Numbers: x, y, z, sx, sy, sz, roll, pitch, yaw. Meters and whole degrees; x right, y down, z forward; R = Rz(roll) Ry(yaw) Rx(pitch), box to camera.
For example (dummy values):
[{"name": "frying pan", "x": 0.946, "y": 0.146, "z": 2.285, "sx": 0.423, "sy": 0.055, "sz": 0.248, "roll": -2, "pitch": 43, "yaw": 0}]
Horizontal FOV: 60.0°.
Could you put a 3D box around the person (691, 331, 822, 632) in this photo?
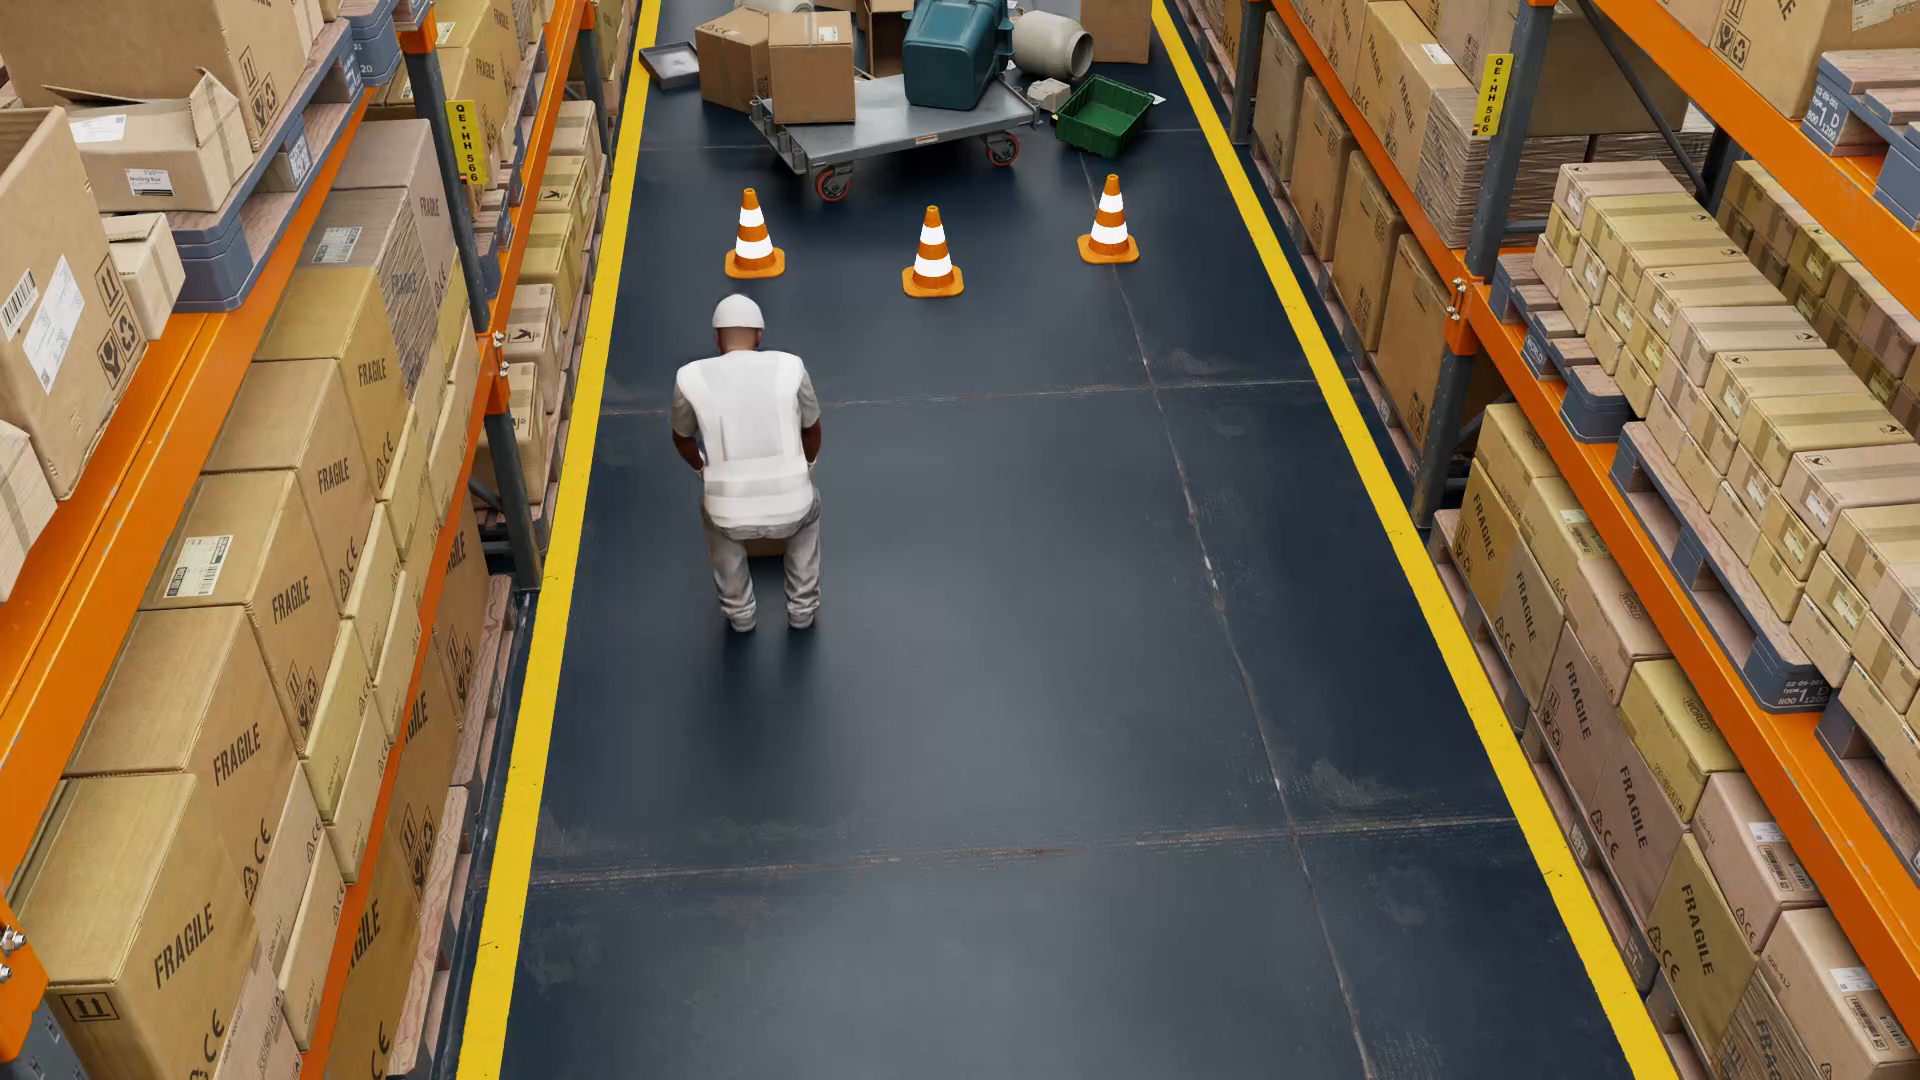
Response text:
[{"name": "person", "x": -0.844, "y": -0.257, "z": 7.011, "sx": 0.506, "sy": 1.085, "sz": 0.992, "roll": -5, "pitch": 39, "yaw": -6}]
